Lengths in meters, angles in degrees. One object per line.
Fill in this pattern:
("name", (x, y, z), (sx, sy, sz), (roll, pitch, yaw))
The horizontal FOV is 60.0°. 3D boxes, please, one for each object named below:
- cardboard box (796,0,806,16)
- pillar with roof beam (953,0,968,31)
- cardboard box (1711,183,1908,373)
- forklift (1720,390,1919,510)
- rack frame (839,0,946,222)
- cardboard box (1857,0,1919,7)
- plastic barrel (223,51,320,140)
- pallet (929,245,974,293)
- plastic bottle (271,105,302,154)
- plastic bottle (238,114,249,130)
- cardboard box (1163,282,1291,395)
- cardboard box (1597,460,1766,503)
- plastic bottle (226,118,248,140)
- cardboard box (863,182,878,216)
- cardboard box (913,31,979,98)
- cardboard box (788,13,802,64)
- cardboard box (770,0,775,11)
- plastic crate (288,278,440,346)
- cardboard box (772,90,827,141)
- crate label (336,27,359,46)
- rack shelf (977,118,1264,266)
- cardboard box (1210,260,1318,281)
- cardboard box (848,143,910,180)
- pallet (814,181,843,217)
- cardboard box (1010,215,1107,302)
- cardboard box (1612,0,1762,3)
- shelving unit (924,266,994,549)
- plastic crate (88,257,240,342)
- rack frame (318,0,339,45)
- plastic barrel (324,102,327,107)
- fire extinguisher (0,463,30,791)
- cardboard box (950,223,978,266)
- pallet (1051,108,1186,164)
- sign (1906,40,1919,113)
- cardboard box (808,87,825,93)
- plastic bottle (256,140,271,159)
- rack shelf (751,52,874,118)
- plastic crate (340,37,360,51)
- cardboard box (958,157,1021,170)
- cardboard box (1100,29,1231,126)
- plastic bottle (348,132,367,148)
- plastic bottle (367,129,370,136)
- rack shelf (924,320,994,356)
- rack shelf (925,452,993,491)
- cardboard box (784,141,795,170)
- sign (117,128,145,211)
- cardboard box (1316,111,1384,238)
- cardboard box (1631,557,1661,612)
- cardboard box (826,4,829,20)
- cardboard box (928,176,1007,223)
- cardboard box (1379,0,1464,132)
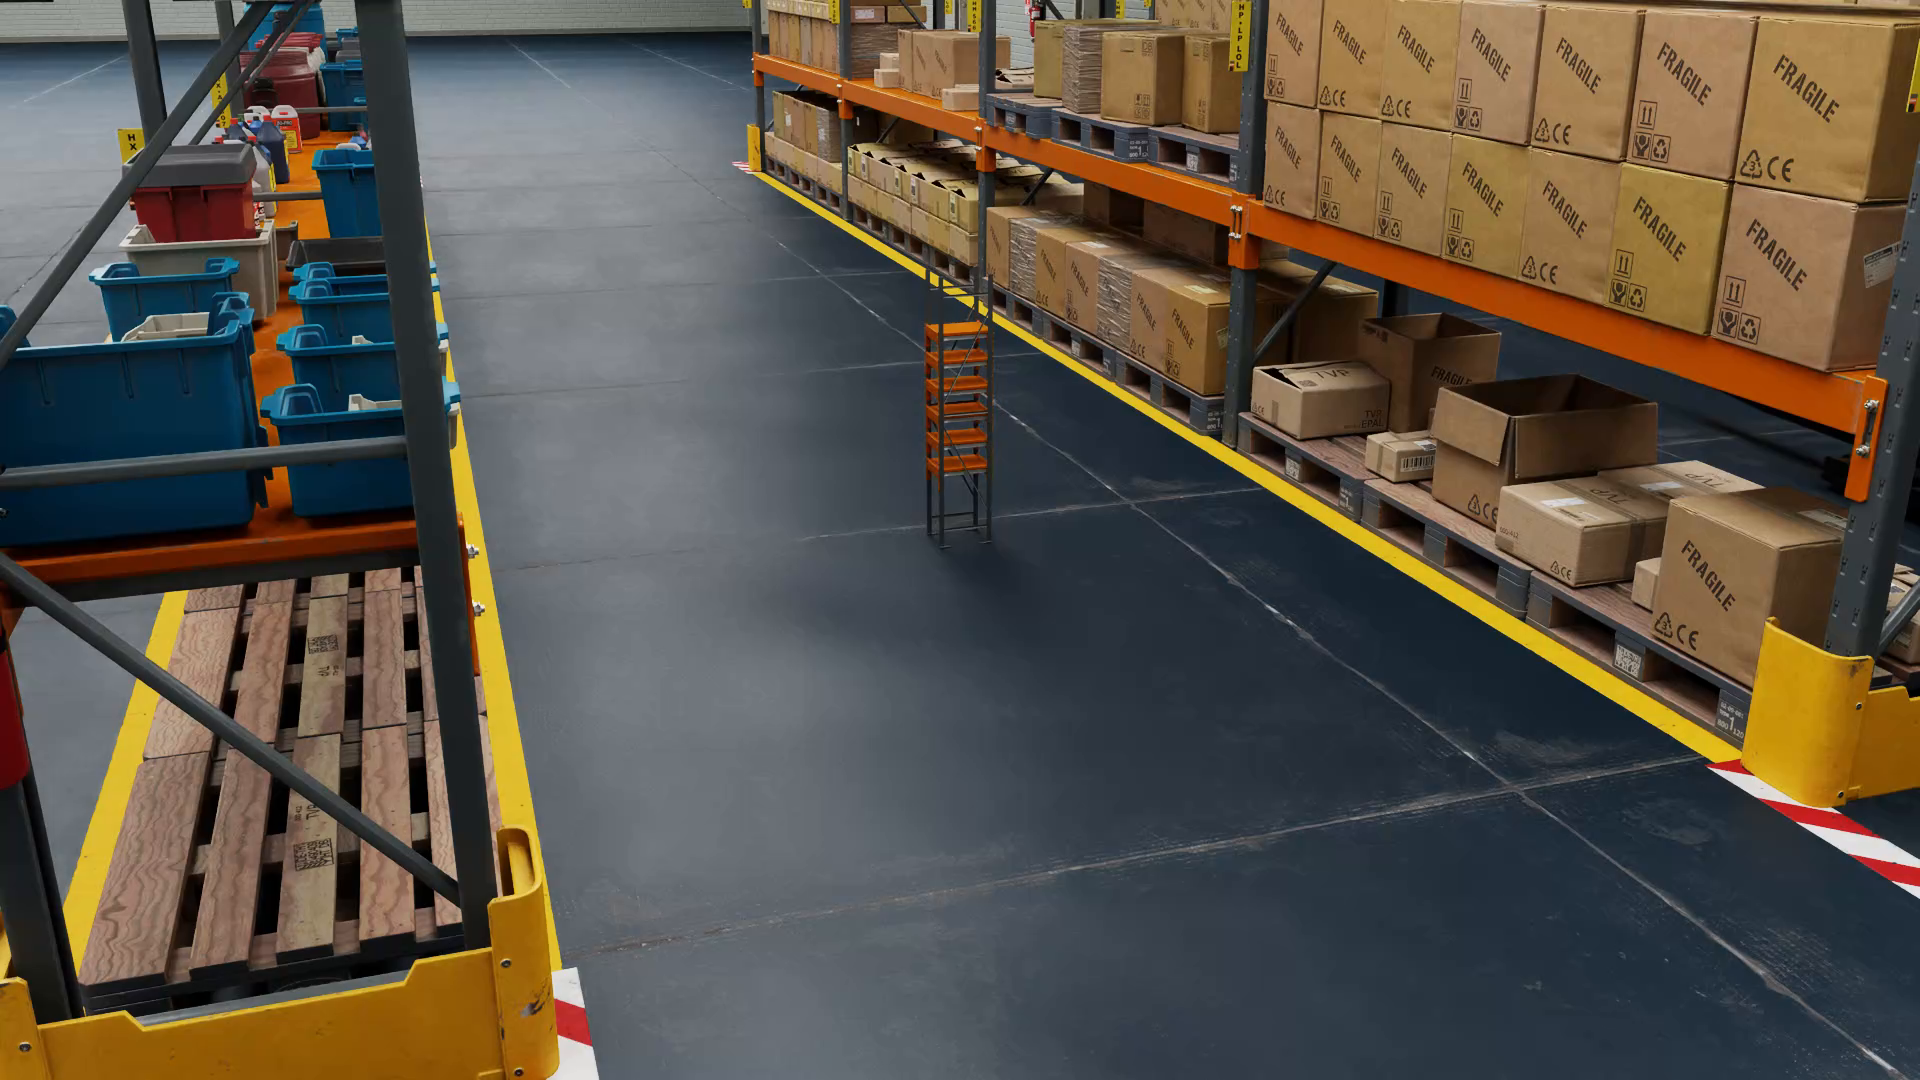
("cardboard box", (-1.486, -5.518, 17.234), (0.380, 0.149, 0.250), (-6, 21, -17))
("pillar with roof beam", (-4.004, -12.419, 28.681), (9.100, 9.000, 0.400), (-6, 21, -17))
("cardboard box", (2.742, -0.835, 5.156), (0.500, 0.500, 0.500), (-6, 21, -16))
("forklift", (4.847, -1.576, 7.470), (1.130, 2.935, 3.031), (-5, 20, -14))
("rack frame", (-0.630, -4.524, 15.575), (1.000, 3.000, 0.127), (-6, 21, -17))
("cardboard box", (6.044, -3.322, 10.500), (0.500, 0.250, 0.500), (-6, 21, -16))
("plastic barrel", (-4.510, -2.896, 10.841), (0.600, 0.536, 0.708), (-6, 21, -17))
("pallet", (0.405, -2.196, 13.219), (1.003, 0.211, 1.213), (-6, 21, -17))
("plastic bottle", (-4.103, -2.500, 10.123), (0.152, 0.276, 0.135), (-6, 21, -17))
("plastic bottle", (-4.103, -2.291, 9.530), (0.061, 0.283, 0.133), (-6, 21, -17))
("cardboard box", (1.457, -1.115, 9.131), (0.500, 0.500, 0.500), (-7, 21, -17))
("cardboard box", (2.925, -0.112, 6.707), (0.500, 0.250, 0.500), (-6, 21, -17))
("plastic bottle", (-3.765, -2.022, 8.682), (0.144, 0.351, 0.185), (-6, 21, -17))
("cardboard box", (-0.579, -3.108, 15.078), (0.500, 0.250, 0.500), (-6, 21, -16))
("cardboard box", (-0.082, -3.993, 13.949), (0.500, 0.500, 0.500), (-6, 21, -17))
("cardboard box", (-1.433, -5.376, 17.798), (0.700, 0.500, 0.500), (-6, 21, -17))
("cardboard box", (-1.883, -5.927, 18.372), (0.380, 0.149, 0.250), (-7, 21, -19))
("plastic crate", (-1.741, -0.634, 4.904), (0.416, 0.233, 0.300), (-6, 21, -17))
("cardboard box", (-1.771, -4.708, 18.424), (0.500, 0.500, 0.500), (-6, 21, -17))
("crate label", (-5.756, -4.737, 16.116), (0.502, 0.435, 0.616), (-6, 21, -17))
("rack shelf", (1.255, -2.260, 10.336), (1.077, 0.370, 4.000), (-6, 21, -17))
("cardboard box", (1.785, -1.339, 9.753), (0.500, 0.500, 0.500), (-6, 21, -16))
("cardboard box", (-0.737, -3.533, 15.431), (0.500, 0.311, 0.500), (-6, 21, -17))
("pallet", (-0.841, -3.471, 16.769), (1.003, 0.211, 1.213), (-6, 21, -17))
("cardboard box", (0.668, -1.927, 11.392), (0.500, 0.500, 0.500), (-7, 21, -19))
("cardboard box", (2.768, -1.852, 6.509), (0.500, 0.500, 0.500), (-7, 21, -18))
("shelving unit", (-0.005, -0.569, 7.227), (0.258, 1.200, 0.189), (-6, 21, -17))
("plastic crate", (-2.451, -0.729, 5.169), (0.416, 0.233, 0.300), (-6, 21, -17))
("rack frame", (-6.591, -5.283, 17.687), (1.000, 3.000, 0.127), (-6, 21, -17))
("plastic barrel", (-5.064, -3.493, 12.908), (0.301, 0.262, 0.301), (0, 20, 0))
("fire extinguisher", (-1.946, 0.160, 3.198), (0.296, 0.674, 0.183), (-6, 21, -17))
("cardboard box", (0.230, -2.287, 12.793), (0.500, 0.250, 0.500), (-6, 21, -16))
("pallet", (1.242, -2.527, 10.297), (1.003, 0.211, 1.213), (-6, 21, -17))
("sign", (2.608, -1.314, 4.458), (0.100, 0.325, 0.005), (-6, 21, -17))
("cardboard box", (-1.437, -4.924, 19.024), (0.500, 0.500, 0.500), (-6, 21, -17))
("plastic bottle", (-3.526, -1.879, 8.401), (0.097, 0.271, 0.097), (0, 20, 0))
("rack shelf", (-1.259, -4.827, 17.483), (1.077, 0.370, 4.000), (-6, 21, -17))
("plastic crate", (-4.891, -3.906, 13.760), (0.402, 0.464, 0.583), (-6, 21, -17))
("cardboard box", (0.248, -3.104, 14.237), (0.500, 0.311, 0.500), (-7, 21, -18))
("cardboard box", (1.270, -2.762, 9.899), (0.700, 0.500, 0.500), (-12, 23, -31))
("plastic bottle", (-3.176, -2.019, 8.791), (0.097, 0.271, 0.097), (0, 20, 0))
("plastic bottle", (-3.175, -2.185, 9.136), (0.144, 0.351, 0.185), (-6, 21, -17))
("rack shelf", (-0.005, -0.866, 7.120), (0.258, 0.103, 0.180), (-6, 21, -17))
("rack shelf", (-0.005, -0.302, 7.323), (0.258, 0.103, 0.180), (-6, 21, -17))
("cardboard box", (-1.613, -4.195, 18.105), (0.500, 0.250, 0.500), (-6, 21, -17))
("sign", (-3.342, -1.504, 6.757), (0.100, 0.325, 0.005), (-6, 21, -17))
("cardboard box", (1.950, -1.647, 7.418), (0.500, 0.500, 0.500), (-6, 21, -16))
("cardboard box", (2.695, 0.165, 6.059), (0.380, 0.166, 0.250), (-6, 21, -17))
("cardboard box", (-1.080, -5.104, 16.082), (0.380, 0.149, 0.250), (-7, 21, -19))
("cardboard box", (0.059, -2.716, 13.157), (0.500, 0.311, 0.500), (-7, 21, -18))
("cardboard box", (2.089, -1.963, 6.817), (0.500, 0.500, 0.500), (-7, 21, -19))
